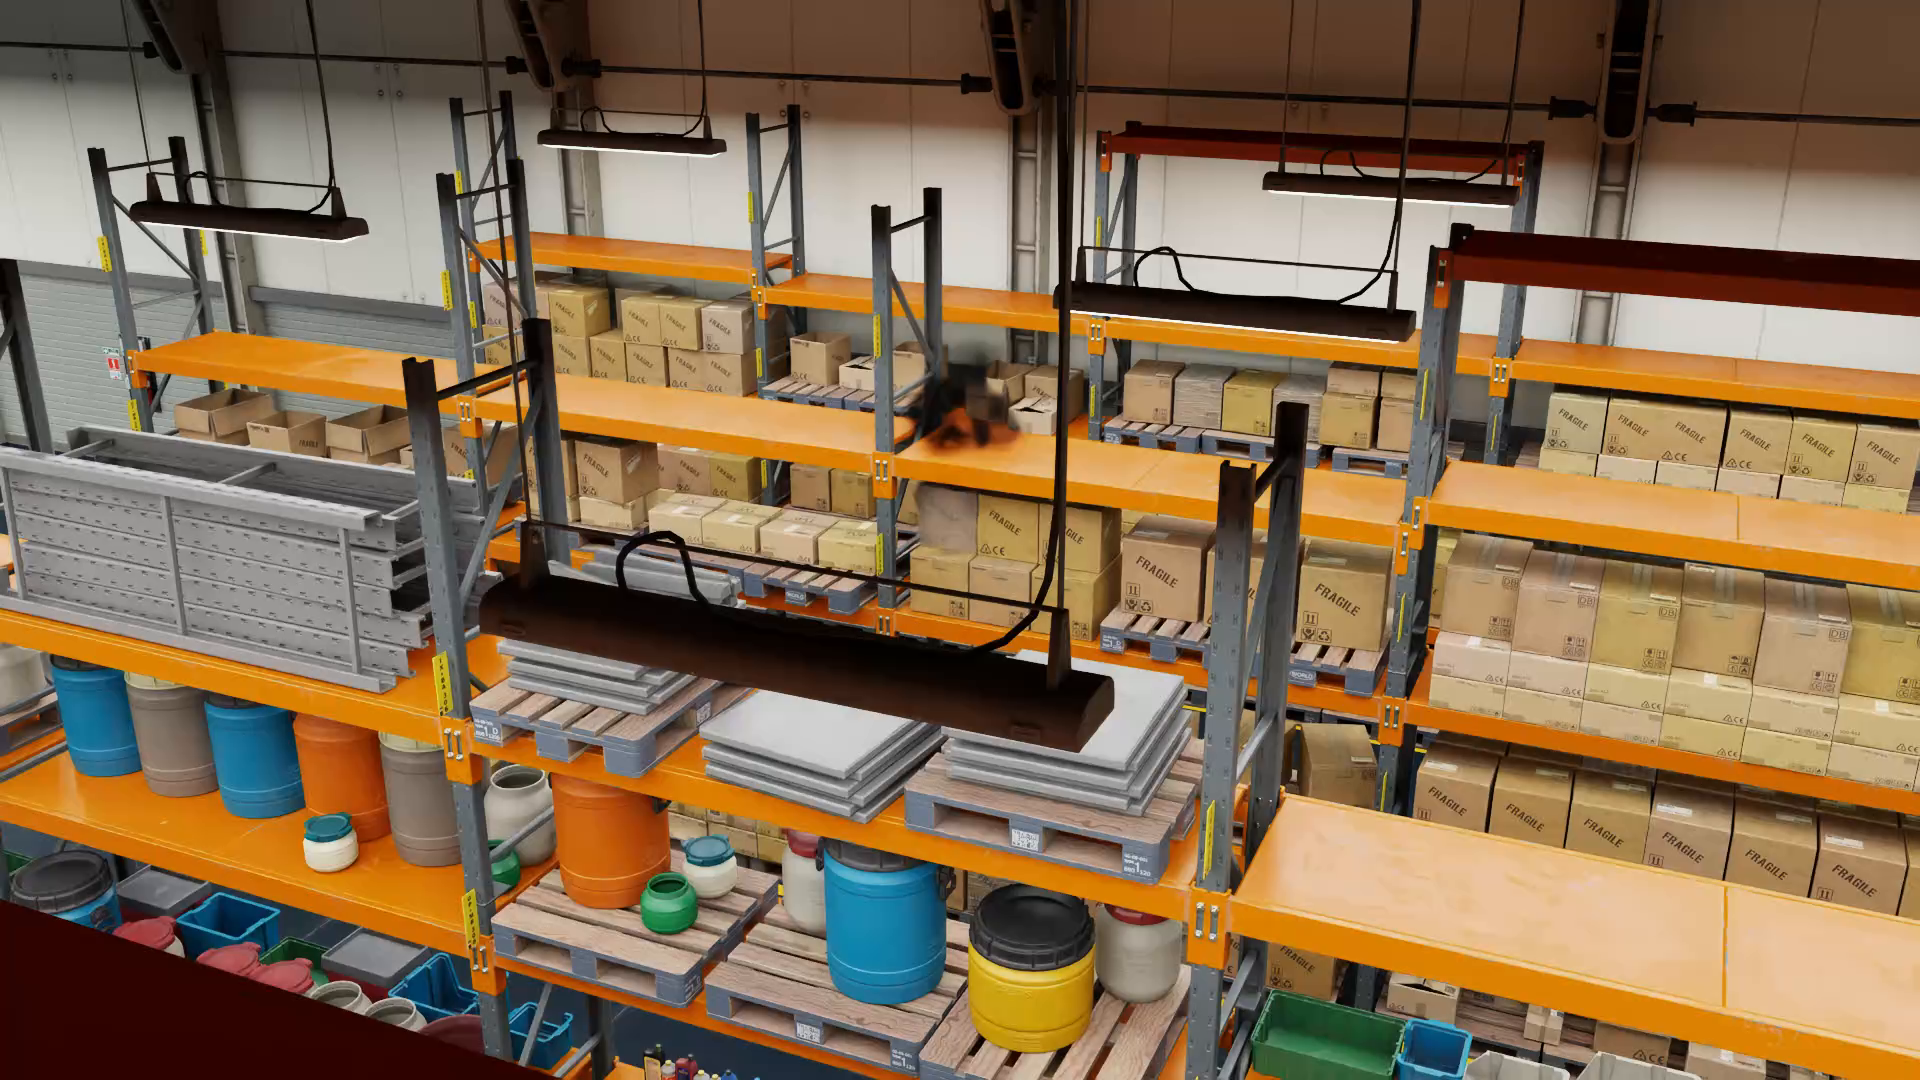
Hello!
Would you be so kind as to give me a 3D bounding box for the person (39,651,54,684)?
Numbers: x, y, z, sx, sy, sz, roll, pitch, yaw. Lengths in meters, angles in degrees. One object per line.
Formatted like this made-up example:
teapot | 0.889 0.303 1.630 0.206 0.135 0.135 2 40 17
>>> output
person | -9.765 1.022 17.475 0.794 1.830 0.713 -15 25 -35
